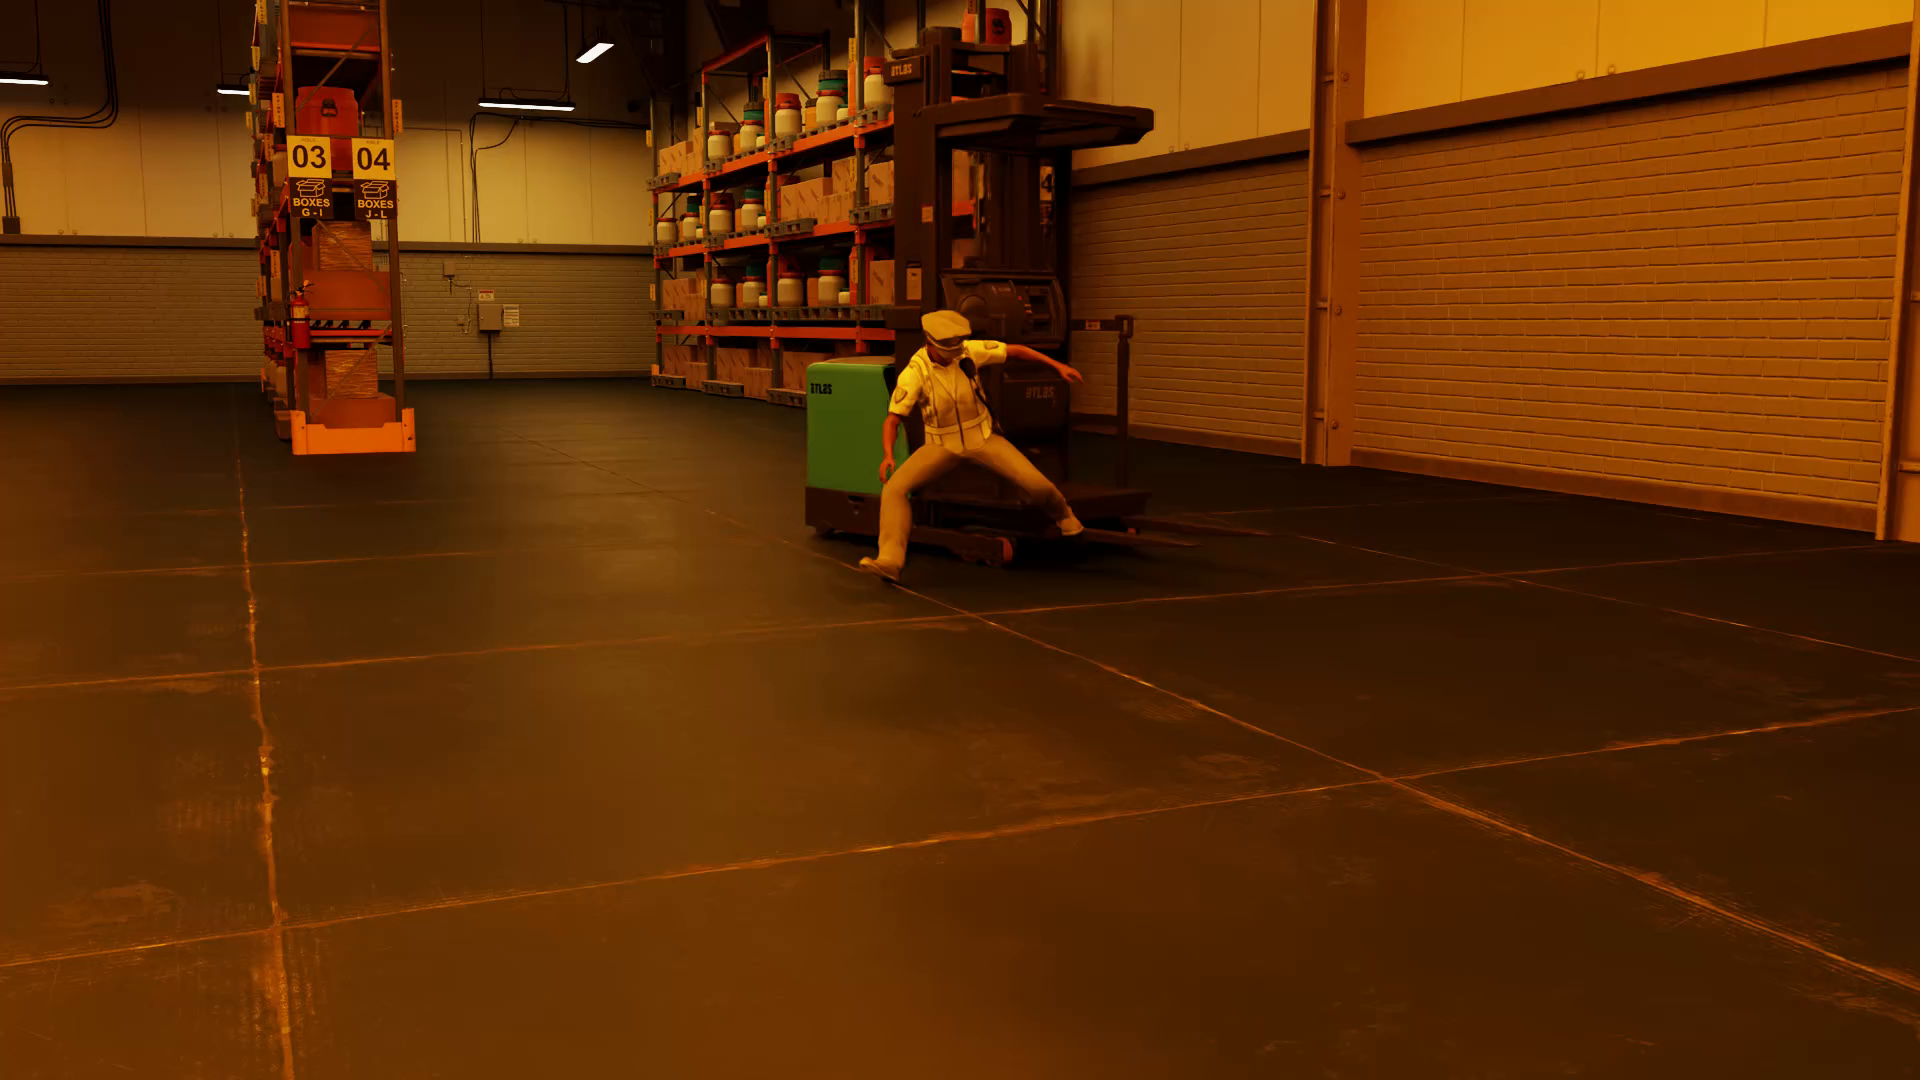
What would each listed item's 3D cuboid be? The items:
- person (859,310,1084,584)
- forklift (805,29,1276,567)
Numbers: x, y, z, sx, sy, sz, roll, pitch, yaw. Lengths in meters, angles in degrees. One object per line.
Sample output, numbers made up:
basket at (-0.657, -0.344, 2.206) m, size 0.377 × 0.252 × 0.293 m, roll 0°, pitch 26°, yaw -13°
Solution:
person at (0.071, -0.481, 8.566) m, size 1.172 × 1.390 × 0.735 m, roll 0°, pitch 8°, yaw -1°
forklift at (0.394, -1.380, 9.408) m, size 1.130 × 2.935 × 3.031 m, roll -7°, pitch 10°, yaw -41°
